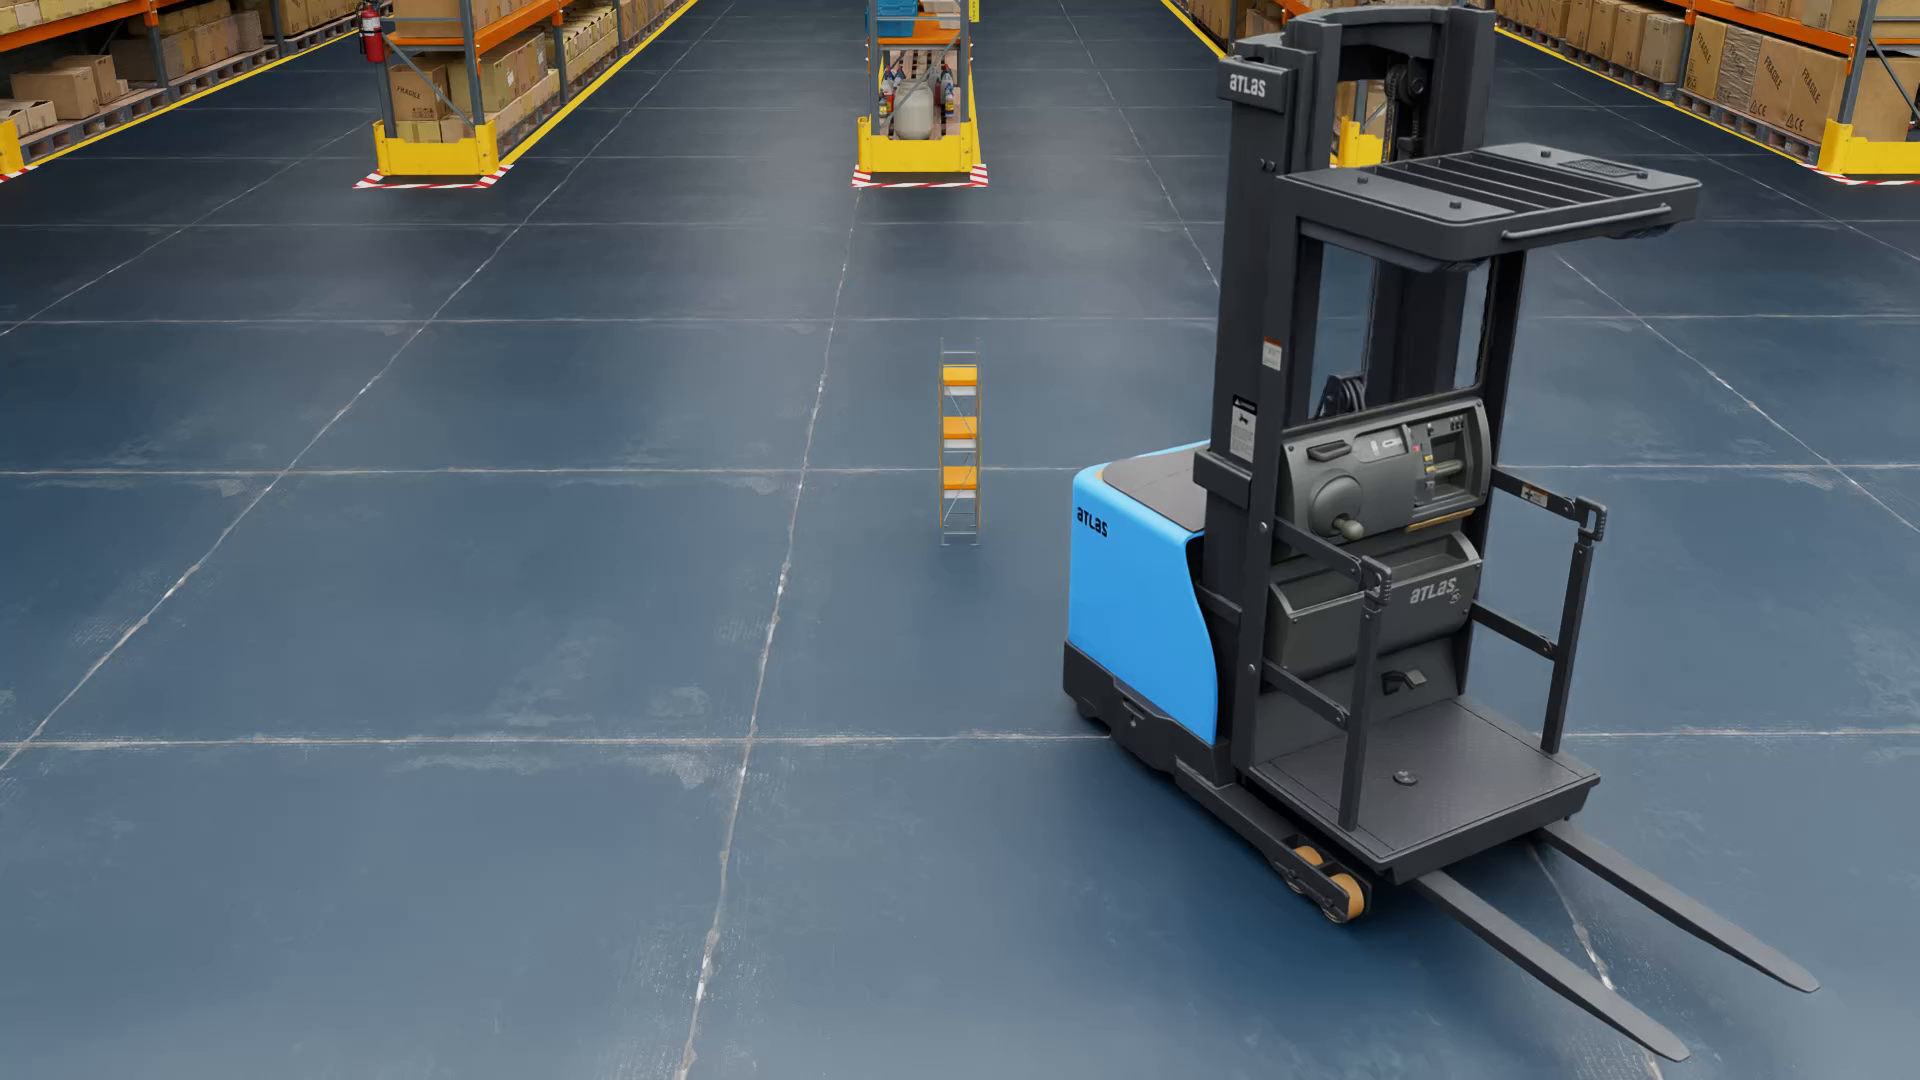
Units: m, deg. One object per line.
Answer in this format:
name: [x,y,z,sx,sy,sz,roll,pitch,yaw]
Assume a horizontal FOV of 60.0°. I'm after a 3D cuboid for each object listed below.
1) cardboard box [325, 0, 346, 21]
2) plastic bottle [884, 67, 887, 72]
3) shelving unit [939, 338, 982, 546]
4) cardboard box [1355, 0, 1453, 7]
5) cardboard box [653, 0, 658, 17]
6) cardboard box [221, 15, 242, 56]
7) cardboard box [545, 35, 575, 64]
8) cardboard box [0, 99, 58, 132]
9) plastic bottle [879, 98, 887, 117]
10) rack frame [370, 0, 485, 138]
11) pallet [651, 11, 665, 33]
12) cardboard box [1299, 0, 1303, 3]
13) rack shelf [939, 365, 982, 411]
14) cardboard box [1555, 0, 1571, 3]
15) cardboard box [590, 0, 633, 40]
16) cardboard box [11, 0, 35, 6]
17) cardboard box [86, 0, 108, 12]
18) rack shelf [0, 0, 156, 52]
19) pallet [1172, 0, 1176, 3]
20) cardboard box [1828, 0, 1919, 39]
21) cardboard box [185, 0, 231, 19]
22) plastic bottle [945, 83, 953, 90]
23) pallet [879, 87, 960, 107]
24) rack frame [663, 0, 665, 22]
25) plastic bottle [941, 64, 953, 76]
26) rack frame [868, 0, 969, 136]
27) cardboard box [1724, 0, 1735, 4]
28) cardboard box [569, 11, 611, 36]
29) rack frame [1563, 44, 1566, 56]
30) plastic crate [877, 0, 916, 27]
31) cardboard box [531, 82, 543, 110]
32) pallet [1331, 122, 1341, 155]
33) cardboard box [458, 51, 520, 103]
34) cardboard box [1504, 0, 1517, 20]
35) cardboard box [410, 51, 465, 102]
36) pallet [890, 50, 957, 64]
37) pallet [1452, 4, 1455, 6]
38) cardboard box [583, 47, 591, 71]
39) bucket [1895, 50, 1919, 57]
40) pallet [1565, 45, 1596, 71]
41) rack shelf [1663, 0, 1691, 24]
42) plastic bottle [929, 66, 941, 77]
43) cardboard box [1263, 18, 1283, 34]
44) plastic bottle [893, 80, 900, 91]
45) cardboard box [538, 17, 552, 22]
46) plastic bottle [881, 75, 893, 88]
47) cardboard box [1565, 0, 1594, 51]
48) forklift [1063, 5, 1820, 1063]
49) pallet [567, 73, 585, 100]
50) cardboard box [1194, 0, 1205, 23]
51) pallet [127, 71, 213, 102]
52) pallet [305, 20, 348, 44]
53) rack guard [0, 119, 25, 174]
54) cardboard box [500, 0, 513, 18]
cardboard box: [-10.298,-8.676,26.391,0.750,0.750,0.750,0,24,1]
plastic bottle: [-0.889,-5.669,20.422,0.097,0.271,0.097,0,24,0]
shelving unit: [-0.001,-0.500,8.582,0.215,1.050,0.252,0,24,-1]
cardboard box: [4.564,-5.627,17.069,0.875,0.500,0.500,0,24,-1]
cardboard box: [-5.206,-8.777,27.015,0.500,0.500,0.500,0,24,0]
cardboard box: [-10.455,-7.001,23.090,0.700,0.500,0.500,0,24,-1]
cardboard box: [-5.163,-6.190,20.943,0.500,0.311,0.500,0,24,0]
cardboard box: [-10.241,-4.648,18.116,0.500,0.311,0.500,2,24,4]
plastic bottle: [-0.869,-4.877,18.756,0.097,0.201,0.097,0,24,0]
rack frame: [-5.364,-5.176,16.555,1.000,3.000,0.127,0,24,-1]
pallet: [-5.448,-8.515,27.322,1.003,0.211,1.213,0,24,-1]
cardboard box: [4.220,-6.457,19.692,0.380,0.149,0.250,0,24,-1]
rack shelf: [-0.001,-0.749,8.470,0.215,0.259,0.240,0,24,-1]
cardboard box: [9.146,-8.171,24.791,0.500,0.250,0.500,-1,24,-2]
cardboard box: [-5.170,-7.723,24.686,0.500,0.500,0.500,1,24,2]
cardboard box: [-10.017,-5.837,17.263,0.500,0.500,0.500,0,24,0]
cardboard box: [-10.034,-6.135,18.833,0.500,0.250,0.500,0,24,-1]
rack shelf: [-10.339,-5.649,18.473,1.077,0.370,4.000,0,24,-1]
pallet: [4.455,-10.213,31.074,1.003,0.211,1.213,0,24,-1]
cardboard box: [9.454,-5.421,16.914,0.875,0.550,0.550,0,24,-1]
cardboard box: [-10.401,-7.321,22.886,0.500,0.250,0.500,0,24,0]
plastic bottle: [-0.126,-5.169,19.315,0.097,0.271,0.097,0,24,0]
pallet: [-0.489,-5.298,20.207,1.003,0.211,1.213,0,24,-1]
rack frame: [-5.495,-10.121,27.488,1.000,3.000,0.127,0,24,-1]
plastic bottle: [-0.159,-5.575,20.116,0.144,0.351,0.185,-1,24,-2]
rack frame: [-0.411,-5.197,16.601,1.000,3.000,0.127,0,24,-1]
cardboard box: [9.504,-6.538,19.384,0.875,0.550,0.550,0,24,-1]
cardboard box: [-5.187,-7.238,23.260,0.500,0.311,0.500,-1,24,-1]
rack frame: [9.416,-8.496,23.896,1.000,3.000,0.127,0,24,-1]
plastic crate: [-0.717,-5.602,17.676,0.499,0.251,0.408,0,24,-1]
cardboard box: [-5.168,-5.161,19.348,0.500,0.250,0.500,0,24,-1]
pallet: [4.568,-4.315,18.034,1.003,0.211,1.213,0,24,-1]
cardboard box: [-5.173,-5.090,18.282,0.500,0.500,0.500,0,24,-1]
cardboard box: [9.122,-8.673,26.811,0.500,0.500,0.500,1,24,2]
cardboard box: [-5.693,-5.088,18.277,0.500,0.500,0.500,0,24,-1]
pallet: [-0.528,-6.904,23.758,1.003,0.211,1.213,0,24,-1]
pallet: [9.313,-9.655,29.841,1.003,0.211,1.213,0,24,-1]
cardboard box: [-5.177,-6.354,21.987,0.500,0.250,0.500,-1,24,-2]
bucket: [11.766,-6.004,20.512,0.726,0.611,0.620,8,16,18]
pallet: [9.349,-6.901,23.752,1.003,0.211,1.213,0,24,-1]
rack shelf: [9.437,-7.345,22.222,1.077,0.370,4.000,0,24,-1]
plastic bottle: [-0.303,-5.574,20.115,0.144,0.351,0.185,0,24,-1]
cardboard box: [4.514,-6.839,22.731,0.700,0.500,0.500,2,24,4]
plastic bottle: [-0.706,-5.228,19.441,0.152,0.276,0.135,0,24,-1]
cardboard box: [-5.721,-7.023,22.785,0.500,0.311,0.500,-1,24,-2]
plastic bottle: [-0.854,-5.251,19.402,0.144,0.351,0.185,0,24,-1]
cardboard box: [9.332,-7.411,23.717,1.050,0.750,0.750,-1,24,-1]
forklift: [1.619,-0.219,5.678,1.130,2.935,3.031,-13,28,-27]
pallet: [-5.454,-5.857,21.445,1.003,0.211,1.213,0,24,-1]
cardboard box: [4.449,-8.755,26.537,1.225,0.875,0.875,-1,24,-2]
pallet: [-10.371,-5.851,21.431,1.003,0.211,1.213,0,24,-1]
pallet: [-10.348,-8.005,26.193,1.003,0.211,1.213,0,24,-1]
rack guard: [-10.318,-4.045,17.087,1.175,0.500,0.348,0,24,-1]
cardboard box: [-5.376,-6.052,18.370,0.700,0.500,0.500,0,24,1]
